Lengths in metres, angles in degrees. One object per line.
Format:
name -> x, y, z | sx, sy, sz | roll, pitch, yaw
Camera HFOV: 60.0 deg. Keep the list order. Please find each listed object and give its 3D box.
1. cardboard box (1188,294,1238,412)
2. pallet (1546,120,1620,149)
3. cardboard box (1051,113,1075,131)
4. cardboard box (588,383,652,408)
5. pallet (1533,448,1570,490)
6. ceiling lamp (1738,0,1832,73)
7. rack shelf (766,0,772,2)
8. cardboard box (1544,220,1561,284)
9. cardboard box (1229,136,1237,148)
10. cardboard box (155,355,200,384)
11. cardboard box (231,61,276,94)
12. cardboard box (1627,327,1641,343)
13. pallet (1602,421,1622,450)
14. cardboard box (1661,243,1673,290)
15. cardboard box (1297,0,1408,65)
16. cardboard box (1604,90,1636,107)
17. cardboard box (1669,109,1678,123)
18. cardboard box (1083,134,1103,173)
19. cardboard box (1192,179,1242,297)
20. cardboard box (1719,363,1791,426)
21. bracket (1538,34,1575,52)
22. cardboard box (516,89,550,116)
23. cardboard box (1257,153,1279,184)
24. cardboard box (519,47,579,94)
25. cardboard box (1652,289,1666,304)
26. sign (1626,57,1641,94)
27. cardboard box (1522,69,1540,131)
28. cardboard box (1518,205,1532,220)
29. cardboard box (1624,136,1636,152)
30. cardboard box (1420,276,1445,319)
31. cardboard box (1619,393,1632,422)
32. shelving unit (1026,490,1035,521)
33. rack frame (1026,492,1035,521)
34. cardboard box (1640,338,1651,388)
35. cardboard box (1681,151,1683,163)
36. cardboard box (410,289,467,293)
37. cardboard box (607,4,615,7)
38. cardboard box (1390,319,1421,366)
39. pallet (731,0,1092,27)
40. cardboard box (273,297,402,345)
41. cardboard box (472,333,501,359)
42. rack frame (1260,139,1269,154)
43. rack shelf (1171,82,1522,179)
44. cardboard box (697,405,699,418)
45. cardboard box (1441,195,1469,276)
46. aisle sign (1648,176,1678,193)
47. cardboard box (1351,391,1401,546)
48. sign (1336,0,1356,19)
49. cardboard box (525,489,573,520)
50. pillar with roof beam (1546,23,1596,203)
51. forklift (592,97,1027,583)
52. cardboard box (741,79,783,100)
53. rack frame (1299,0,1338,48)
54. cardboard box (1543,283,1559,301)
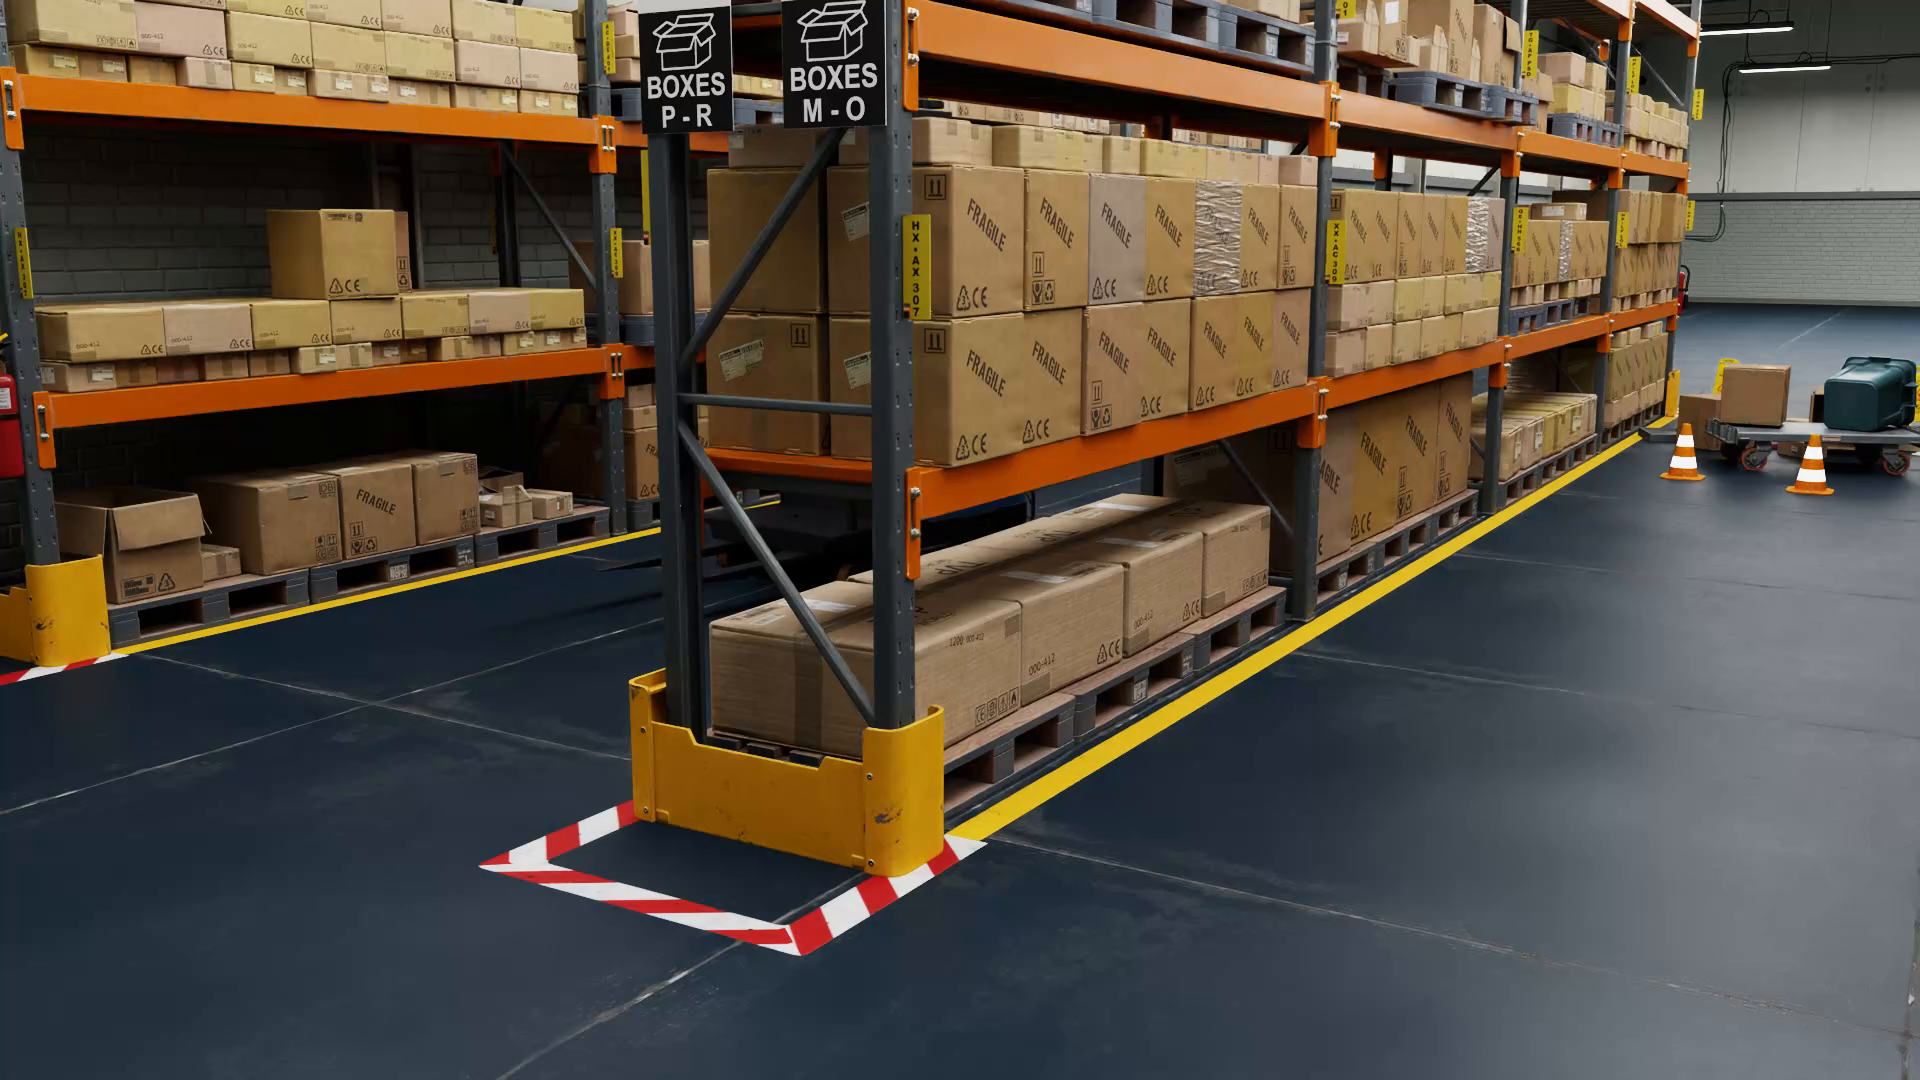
cardboard box -> 0.936, -0.868, 7.581 | 0.500, 0.500, 0.500 | 6, 12, 30
pallet -> 5.211, -3.631, 14.973 | 1.213, 0.211, 1.003 | 6, 12, 31
cardboard box -> 0.813, -4.238, 16.533 | 0.500, 0.311, 0.500 | 6, 12, 29
cardboard box -> -2.413, -1.031, 11.806 | 0.380, 0.149, 0.250 | 6, 12, 30
pallet -> 4.587, -0.650, 14.269 | 1.003, 0.211, 1.213 | 6, 12, 31
ceiling lamp -> 19.952, -12.890, 39.904 | 2.000, 3.185, 0.800 | 6, 12, 31
rack shelf -> -1.737, -4.265, 12.736 | 1.077, 0.370, 4.000 | 6, 12, 31
cardboard box -> 4.512, -2.324, 13.411 | 0.500, 0.500, 0.500 | 7, 12, 32
cardboard box -> 3.153, -4.904, 20.210 | 0.396, 0.266, 0.258 | 6, 12, 31
cardboard box -> -4.247, -0.914, 8.780 | 0.380, 0.149, 0.250 | 6, 12, 30
cardboard box -> -3.879, -2.455, 8.862 | 0.380, 0.149, 0.250 | 6, 12, 31
cardboard box -> 6.679, -2.083, 16.874 | 0.380, 0.149, 0.250 | 7, 13, 34
pallet -> 5.941, -1.075, 16.535 | 1.003, 0.211, 1.213 | 6, 12, 31
cardboard box -> 7.389, -2.971, 18.005 | 0.500, 0.500, 0.500 | 6, 12, 31
cardboard box -> 2.175, -2.919, 9.244 | 0.500, 0.500, 0.500 | 6, 12, 30
cardboard box -> 6.065, -4.097, 15.468 | 0.380, 0.149, 0.250 | 6, 12, 30
cardboard box -> 7.493, -4.548, 17.874 | 0.380, 0.149, 0.250 | 6, 12, 30
cardboard box -> 0.334, -1.505, 6.505 | 0.380, 0.149, 0.250 | 7, 12, 31
cardboard box -> 0.934, -1.358, 7.482 | 0.500, 0.500, 0.500 | 7, 12, 31
cardboard box -> 7.160, -1.314, 14.973 | 0.500, 0.500, 0.500 | 6, 12, 31
bracket -> 13.534, -11.404, 38.045 | 0.076, 0.066, 4.783 | 6, 12, 31
cardboard box -> -2.839, -2.780, 10.595 | 0.380, 0.149, 0.250 | 6, 12, 31
cardboard box -> 1.352, -1.827, 8.227 | 0.380, 0.149, 0.250 | 7, 13, 32
cardboard box -> -2.811, -2.999, 10.682 | 0.500, 0.250, 0.500 | 6, 12, 31
cardboard box -> 7.392, -2.630, 17.950 | 0.380, 0.149, 0.250 | 7, 12, 32
sign -> 6.099, -4.206, 15.056 | 0.100, 0.325, 0.005 | 6, 12, 31
cardboard box -> 4.047, -3.379, 12.841 | 0.700, 0.500, 0.500 | 6, 12, 31
cardboard box -> 5.076, -3.017, 15.346 | 0.380, 0.149, 0.250 | 6, 12, 30
cardboard box -> 6.180, -3.748, 15.770 | 0.380, 0.149, 0.250 | 6, 12, 31
cardboard box -> 2.731, -1.533, 10.457 | 0.500, 0.250, 0.500 | 6, 12, 29
cardboard box -> 6.427, -1.343, 16.722 | 0.500, 0.250, 0.500 | 7, 13, 34
shelving unit -> 0.280, -0.640, 11.527 | 0.258, 1.200, 0.503 | 8, 13, 37
rack frame -> 0.431, -0.675, 11.716 | 0.240, 1.200, 0.015 | 8, 13, 37
cardboard box -> 6.970, -1.877, 17.535 | 0.500, 0.500, 0.500 | 6, 12, 29
cardboard box -> 7.753, -4.233, 18.361 | 0.380, 0.149, 0.250 | 6, 12, 31
cardboard box -> -3.517, -1.492, 10.788 | 0.500, 0.250, 0.500 | 6, 12, 30
cardboard box -> -2.566, -3.607, 11.670 | 0.396, 0.266, 0.258 | 6, 12, 31
cardboard box -> 2.470, -1.209, 10.082 | 0.500, 0.250, 0.500 | 6, 12, 30
pallet -> -0.231, -1.997, 5.976 | 1.003, 0.211, 1.213 | 6, 12, 31
cardboard box -> -3.617, -1.282, 9.667 | 0.500, 0.250, 0.500 | 6, 12, 29
cardboard box -> -3.115, -1.229, 10.465 | 0.380, 0.149, 0.250 | 7, 13, 32
rack frame -> 3.455, -6.388, 21.034 | 1.000, 3.000, 0.127 | 6, 12, 31
rack shelf -> 2.508, -2.513, 10.446 | 1.077, 0.370, 4.000 | 6, 12, 31
cardboard box -> -2.160, -0.972, 12.296 | 0.380, 0.149, 0.250 | 6, 12, 28
cardboard box -> 2.978, -1.982, 10.817 | 0.500, 0.500, 0.500 | 6, 12, 31
aisle sign -> 7.980, -4.225, 18.721 | 0.394, 0.787, 0.004 | 6, 12, 31
cardboard box -> 2.185, -0.488, 10.457 | 0.875, 0.875, 0.875 | 7, 13, 32
sign -> 1.945, -2.793, 8.362 | 0.100, 0.325, 0.005 | 6, 12, 31
cardboard box -> -2.813, -0.241, 11.111 | 0.380, 0.149, 0.250 | 6, 12, 29
pillar with roof beam -> 18.463, -9.727, 38.874 | 9.100, 9.000, 0.548 | 6, 12, 31
forklift -> -0.859, -1.239, 10.023 | 1.130, 2.935, 3.031 | 8, 13, 37
cardboard box -> -1.504, -3.411, 12.557 | 0.380, 0.149, 0.250 | 7, 13, 32
rack frame -> 1.469, -4.027, 8.423 | 1.000, 3.000, 0.127 | 6, 12, 31
cardboard box -> 4.754, -2.073, 13.831 | 0.380, 0.149, 0.250 | 7, 13, 32
